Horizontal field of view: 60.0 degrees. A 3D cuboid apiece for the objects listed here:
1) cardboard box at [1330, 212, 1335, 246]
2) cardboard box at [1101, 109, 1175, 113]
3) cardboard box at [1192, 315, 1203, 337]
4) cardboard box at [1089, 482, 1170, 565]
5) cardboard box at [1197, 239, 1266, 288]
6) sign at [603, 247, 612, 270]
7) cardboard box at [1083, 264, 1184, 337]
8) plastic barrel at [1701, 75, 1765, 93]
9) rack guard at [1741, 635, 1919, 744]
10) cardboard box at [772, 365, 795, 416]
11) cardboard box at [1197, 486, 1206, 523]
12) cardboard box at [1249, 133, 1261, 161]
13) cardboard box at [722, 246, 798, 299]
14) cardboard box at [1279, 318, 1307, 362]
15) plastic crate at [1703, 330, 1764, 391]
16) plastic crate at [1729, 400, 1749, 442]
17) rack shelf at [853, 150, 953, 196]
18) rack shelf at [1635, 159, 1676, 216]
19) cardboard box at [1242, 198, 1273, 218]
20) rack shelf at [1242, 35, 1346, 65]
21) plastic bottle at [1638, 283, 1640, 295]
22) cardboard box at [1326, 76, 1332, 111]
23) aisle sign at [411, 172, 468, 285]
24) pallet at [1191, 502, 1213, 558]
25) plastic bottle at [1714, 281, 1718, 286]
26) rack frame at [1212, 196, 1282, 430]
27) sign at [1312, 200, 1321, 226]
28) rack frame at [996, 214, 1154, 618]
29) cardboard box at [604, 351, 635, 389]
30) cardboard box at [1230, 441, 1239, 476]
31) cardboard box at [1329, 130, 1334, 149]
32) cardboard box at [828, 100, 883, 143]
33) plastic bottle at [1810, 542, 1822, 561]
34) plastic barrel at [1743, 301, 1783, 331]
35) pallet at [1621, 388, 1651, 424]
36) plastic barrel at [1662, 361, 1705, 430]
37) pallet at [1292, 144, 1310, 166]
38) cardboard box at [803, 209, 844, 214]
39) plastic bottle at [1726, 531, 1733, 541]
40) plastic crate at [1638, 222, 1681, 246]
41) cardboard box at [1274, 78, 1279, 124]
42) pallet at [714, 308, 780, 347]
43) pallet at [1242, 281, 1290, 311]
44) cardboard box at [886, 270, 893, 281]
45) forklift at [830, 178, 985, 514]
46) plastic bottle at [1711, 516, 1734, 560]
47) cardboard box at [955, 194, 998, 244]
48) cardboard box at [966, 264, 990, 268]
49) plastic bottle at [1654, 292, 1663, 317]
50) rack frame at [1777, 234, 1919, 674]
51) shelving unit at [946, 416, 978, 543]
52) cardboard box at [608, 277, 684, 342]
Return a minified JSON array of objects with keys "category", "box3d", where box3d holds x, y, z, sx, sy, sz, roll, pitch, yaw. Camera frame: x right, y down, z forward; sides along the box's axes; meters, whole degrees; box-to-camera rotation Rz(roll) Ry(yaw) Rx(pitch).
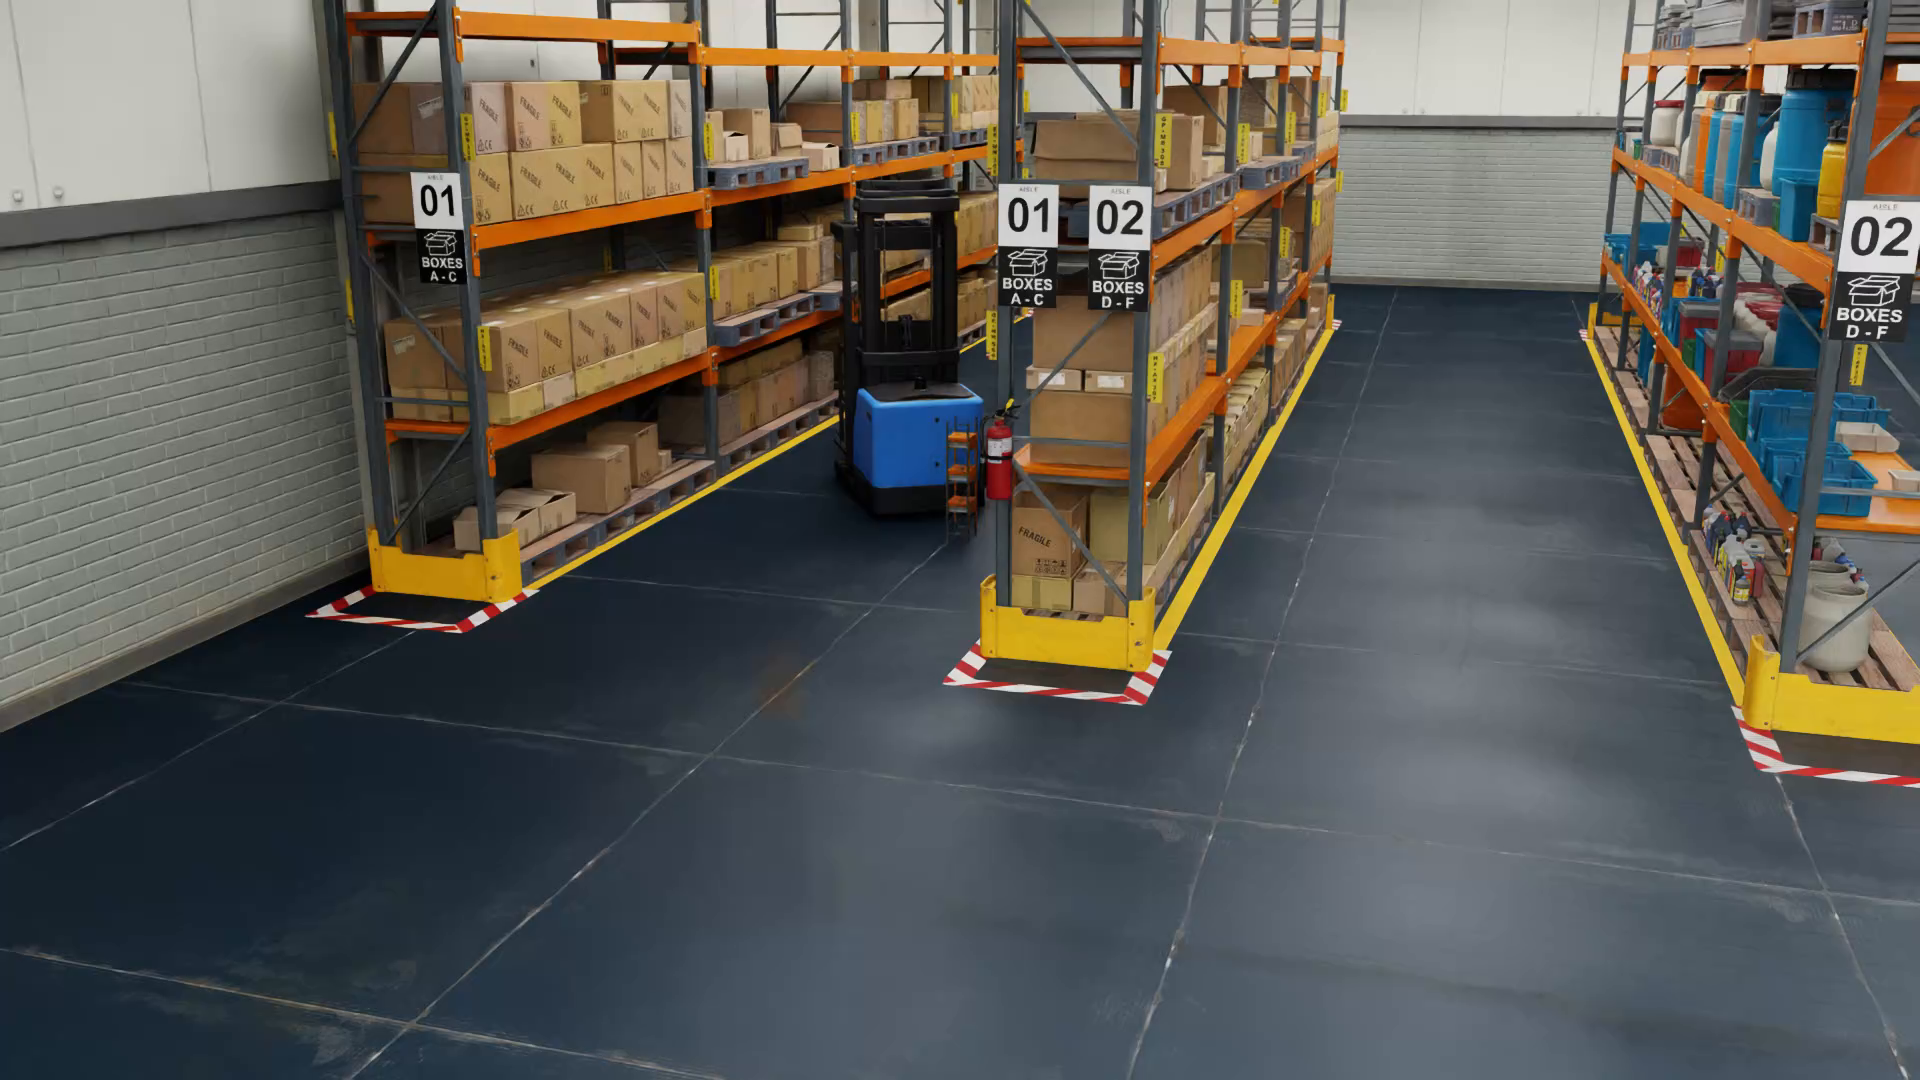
[{"category":"cardboard box","box3d":[5.421,-4.742,25.366,0.500,0.500,0.500,5,17,18]},{"category":"cardboard box","box3d":[1.481,-3.342,13.907,0.500,0.500,0.500,6,17,20]},{"category":"cardboard box","box3d":[1.788,-1.763,13.675,0.380,0.149,0.250,5,16,16]},{"category":"cardboard box","box3d":[1.247,-0.140,12.220,0.500,0.500,0.500,5,16,16]},{"category":"cardboard box","box3d":[3.085,-3.162,19.029,0.700,0.500,0.500,-1,16,-3]},{"category":"sign","box3d":[-3.406,-2.675,16.140,0.100,0.325,0.005,5,16,16]},{"category":"cardboard box","box3d":[1.330,-1.854,12.808,0.700,0.500,0.500,5,16,16]},{"category":"plastic barrel","box3d":[7.926,-4.354,17.128,0.600,0.830,0.708,5,16,16]},{"category":"rack guard","box3d":[5.465,0.918,10.176,1.175,0.500,0.348,5,16,16]},{"category":"cardboard box","box3d":[-2.263,-1.681,18.533,0.700,0.500,0.500,5,16,16]},{"category":"cardboard box","box3d":[1.804,-0.303,14.171,0.500,0.250,0.500,5,16,16]},{"category":"cardboard box","box3d":[2.808,-4.050,17.120,0.500,0.250,0.500,5,17,17]},{"category":"cardboard box","box3d":[-2.193,-2.930,18.174,0.700,0.500,0.500,5,16,16]},{"category":"cardboard box","box3d":[4.285,-2.643,21.925,0.500,0.500,0.500,5,16,16]},{"category":"plastic crate","box3d":[6.470,-1.488,13.963,0.402,0.464,0.583,5,16,16]},{"category":"plastic crate","box3d":[5.969,-0.872,12.295,0.450,0.188,0.662,5,16,16]},{"category":"rack shelf","box3d":[-1.168,-4.742,21.373,1.077,0.370,4.000,5,16,16]},{"category":"rack shelf","box3d":[8.331,-3.974,18.664,1.077,0.370,4.000,5,16,16]},{"category":"cardboard box","box3d":[4.046,-4.467,22.565,0.500,0.500,0.500,5,17,16]},{"category":"rack shelf","box3d":[4.719,-6.847,23.303,1.077,0.370,4.000,5,16,16]},{"category":"plastic bottle","box3d":[8.184,-3.038,19.908,0.097,0.201,0.097,0,16,0]},{"category":"cardboard box","box3d":[5.157,-6.668,24.830,0.700,0.500,0.500,5,16,16]},{"category":"aisle sign","box3d":[-3.743,-2.238,11.957,0.394,0.787,0.004,5,16,16]},{"category":"pallet","box3d":[1.611,-0.146,14.457,1.003,0.211,1.213,5,16,16]},{"category":"plastic bottle","box3d":[8.643,-2.824,19.025,0.097,0.271,0.097,0,16,0]},{"category":"rack frame","box3d":[3.014,-2.739,18.488,1.000,3.000,0.127,5,16,16]},{"category":"sign","box3d":[4.684,-4.300,21.871,0.100,0.325,0.005,5,16,16]},{"category":"rack frame","box3d":[0.741,-0.646,11.109,1.000,3.000,0.127,5,16,16]},{"category":"cardboard box","box3d":[-3.137,-1.471,14.258,0.500,0.250,0.500,5,17,16]},{"category":"cardboard box","box3d":[2.376,-0.791,15.892,0.500,0.250,0.500,5,17,17]},{"category":"cardboard box","box3d":[5.112,-5.786,24.010,0.500,0.250,0.500,5,16,16]},{"category":"cardboard box","box3d":[-1.384,-5.243,20.829,0.700,0.500,0.500,6,17,19]},{"category":"plastic bottle","box3d":[6.420,0.148,12.484,0.061,0.283,0.133,5,16,16]},{"category":"plastic barrel","box3d":[7.439,-1.911,15.321,0.433,0.535,0.433,0,16,0]},{"category":"pallet","box3d":[8.295,-1.540,19.371,1.003,0.211,1.213,5,16,16]},{"category":"plastic barrel","box3d":[7.885,-1.641,17.825,0.600,0.830,0.708,5,16,16]},{"category":"pallet","box3d":[3.606,-4.701,20.254,1.213,0.211,1.003,5,16,16]},{"category":"cardboard box","box3d":[-1.706,-3.958,20.646,0.500,0.250,0.500,4,16,14]},{"category":"plastic bottle","box3d":[5.939,0.063,12.802,0.097,0.271,0.097,0,16,0]},{"category":"plastic crate","box3d":[10.120,-4.391,24.137,0.616,0.435,0.499,5,16,16]},{"category":"cardboard box","box3d":[3.434,-5.092,19.270,0.500,0.500,0.500,5,16,16]},{"category":"pallet","box3d":[-2.516,-2.172,16.841,1.003,0.211,1.213,5,16,16]},{"category":"pallet","box3d":[3.139,-2.829,19.159,1.213,0.211,1.003,5,16,16]},{"category":"cardboard box","box3d":[-1.082,-3.418,21.306,0.380,0.149,0.250,5,17,17]},{"category":"forklift","box3d":[-0.624,-2.001,16.012,1.130,2.935,3.031,-4,16,-13]},{"category":"plastic bottle","box3d":[5.945,-0.016,12.937,0.144,0.351,0.185,4,16,14]},{"category":"cardboard box","box3d":[0.206,-5.034,26.030,0.980,0.700,0.700,4,16,15]},{"category":"cardboard box","box3d":[0.278,-4.384,26.911,0.380,0.149,0.250,5,17,16]},{"category":"plastic bottle","box3d":[7.639,-2.571,18.132,0.097,0.271,0.097,0,16,0]},{"category":"rack frame","box3d":[5.489,-0.261,9.752,1.000,3.000,0.127,5,16,16]},{"category":"shelving unit","box3d":[0.015,-0.519,14.235,0.215,1.050,0.252,5,16,16]},{"category":"cardboard box","box3d":[-2.847,-2.095,15.083,0.500,0.500,0.500,5,16,16]}]
